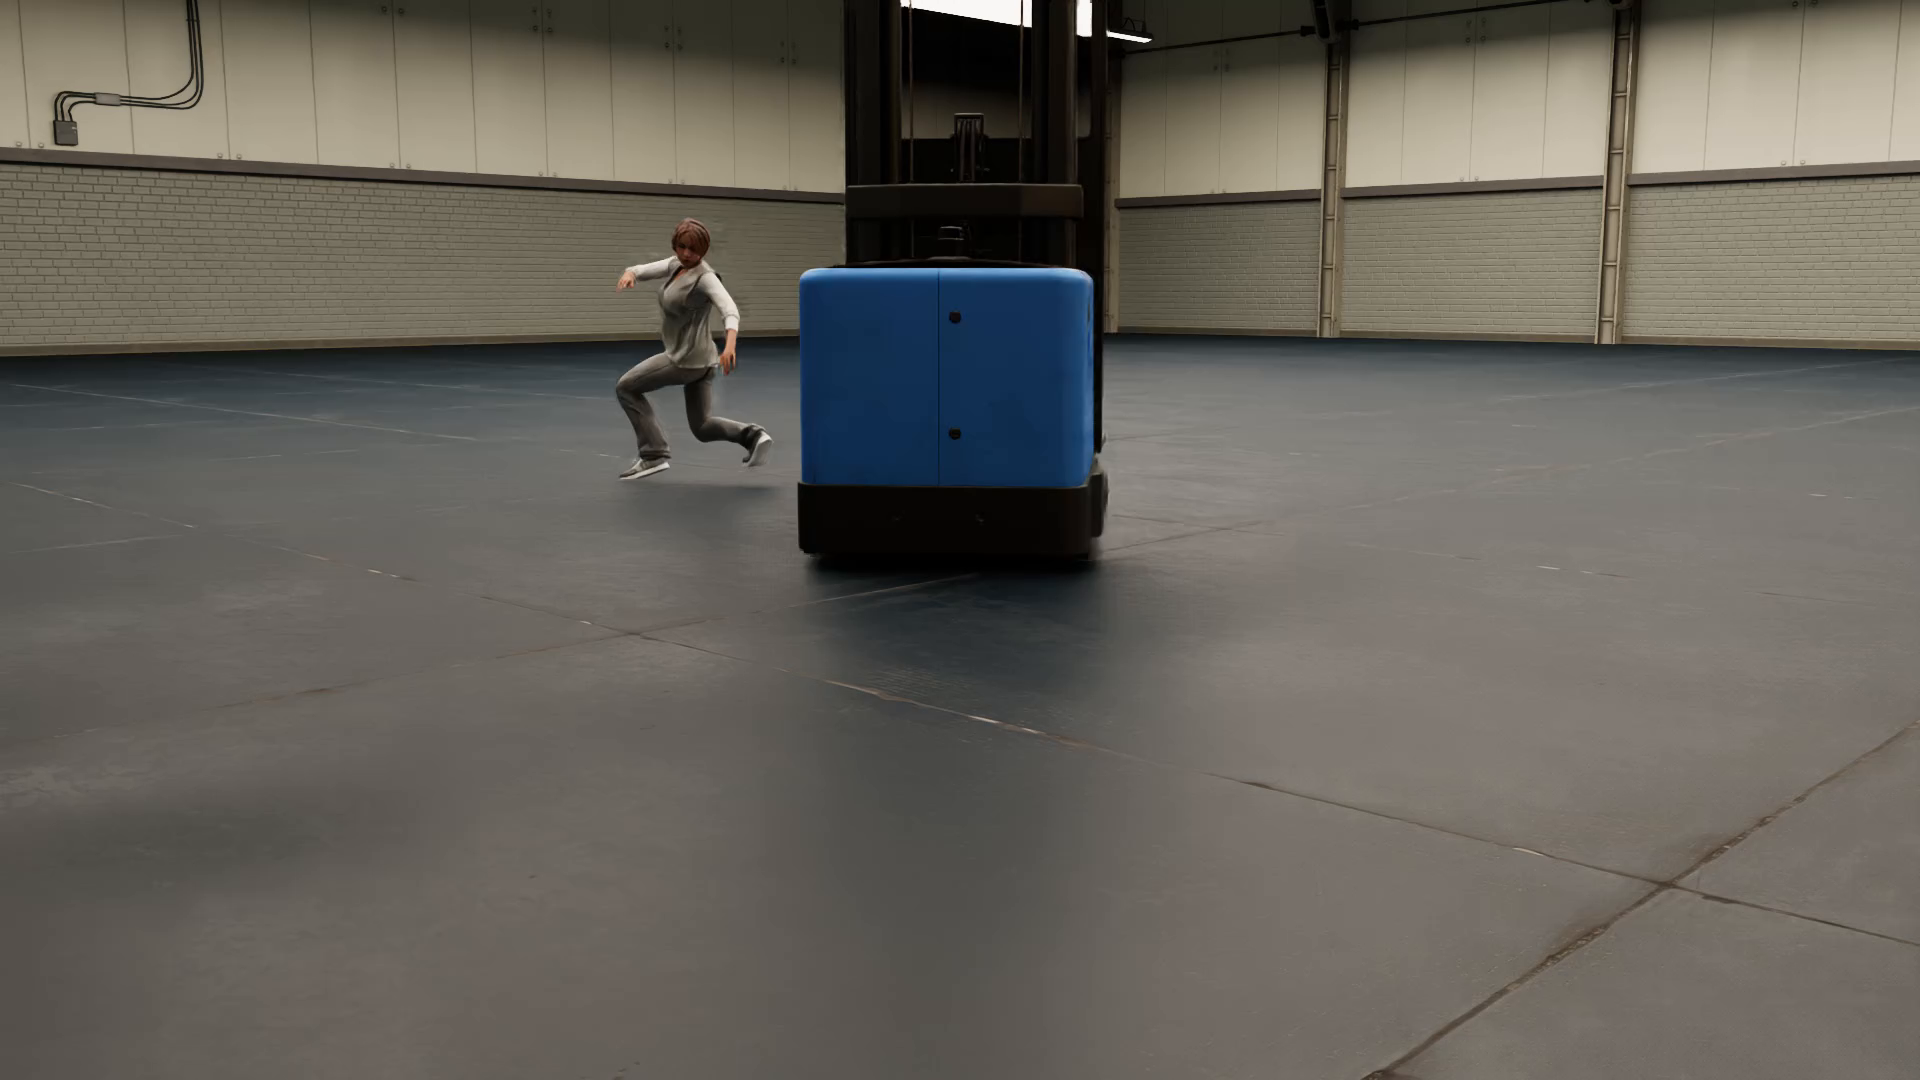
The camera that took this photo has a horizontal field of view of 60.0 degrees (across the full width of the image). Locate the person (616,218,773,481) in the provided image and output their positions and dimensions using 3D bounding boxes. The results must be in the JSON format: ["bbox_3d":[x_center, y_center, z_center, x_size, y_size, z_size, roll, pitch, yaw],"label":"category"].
[{"bbox_3d":[-1.396,-0.954,8.541,0.870,1.363,0.650,1,9,6],"label":"person"}]

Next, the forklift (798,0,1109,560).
[{"bbox_3d":[0.092,-1.554,7.195,1.130,2.935,3.031,1,9,6],"label":"forklift"}]
